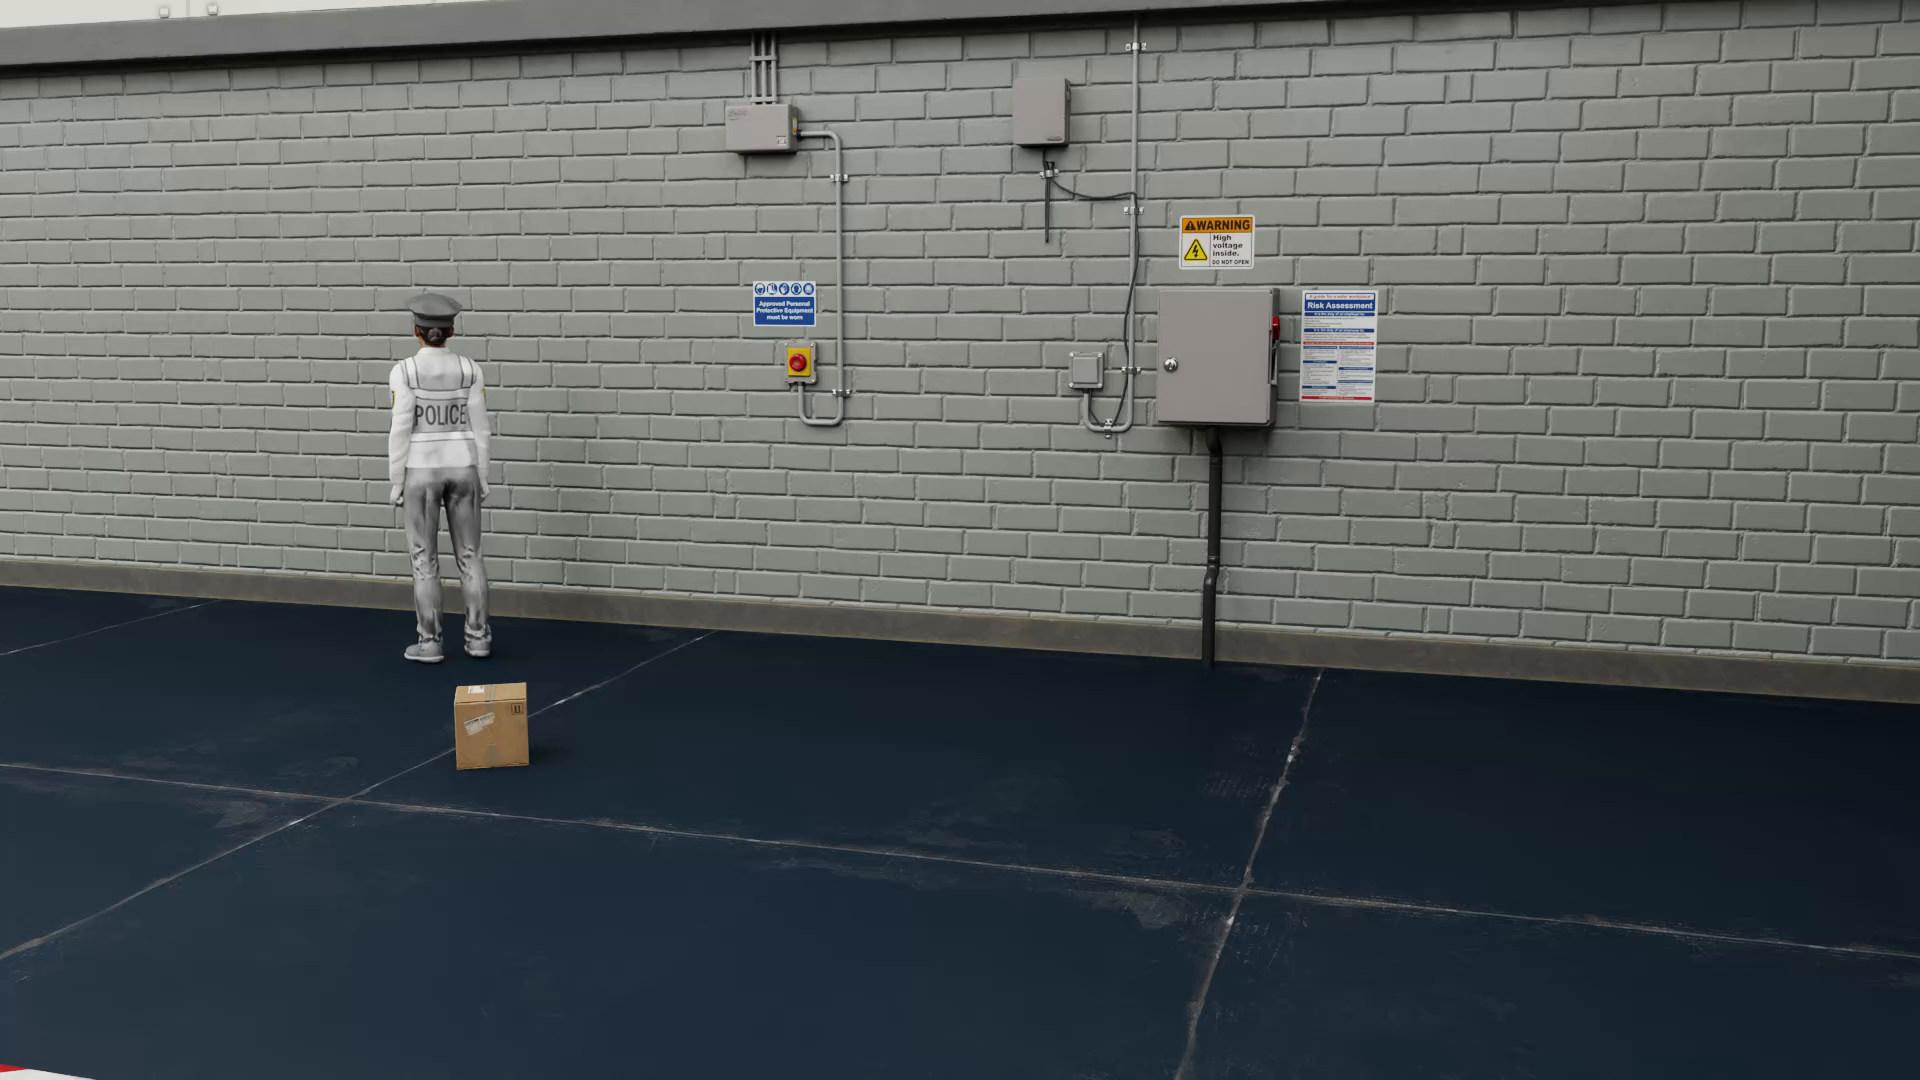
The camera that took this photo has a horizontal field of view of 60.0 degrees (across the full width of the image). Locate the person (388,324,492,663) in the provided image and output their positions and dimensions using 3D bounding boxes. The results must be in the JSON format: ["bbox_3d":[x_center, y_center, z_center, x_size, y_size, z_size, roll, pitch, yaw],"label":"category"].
[{"bbox_3d":[-2.398,-0.268,7.659,0.465,1.660,0.327,-6,10,-33],"label":"person"}]
